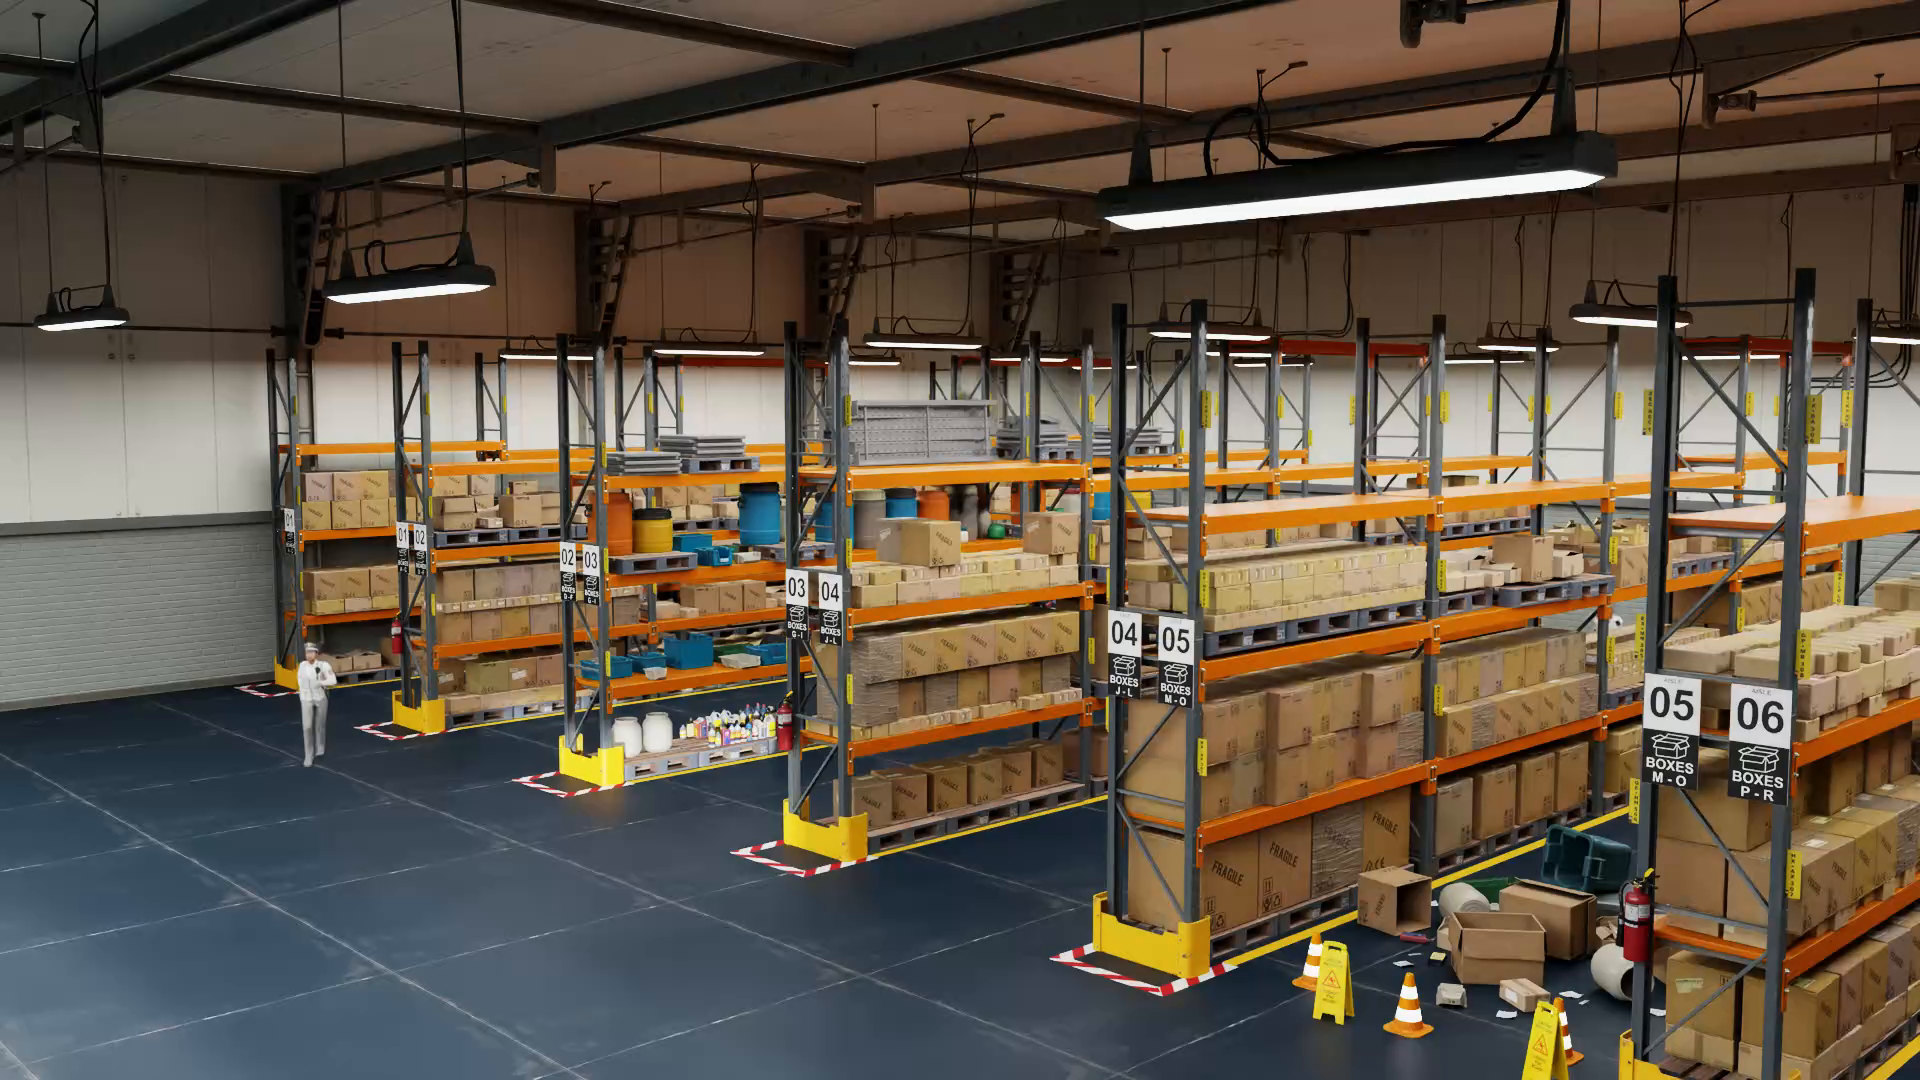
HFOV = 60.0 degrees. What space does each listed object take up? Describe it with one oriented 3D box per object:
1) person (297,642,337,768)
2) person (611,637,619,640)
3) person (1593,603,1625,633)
[{"bbox_3d":[-9.088,2.298,23.493,0.584,1.754,0.760,-1,5,-10],"label":"person"},{"bbox_3d":[-6.569,1.599,31.056,0.679,1.765,0.660,4,6,36],"label":"person"},{"bbox_3d":[11.326,1.863,28.945,0.637,1.626,0.720,0,5,2],"label":"person"}]
